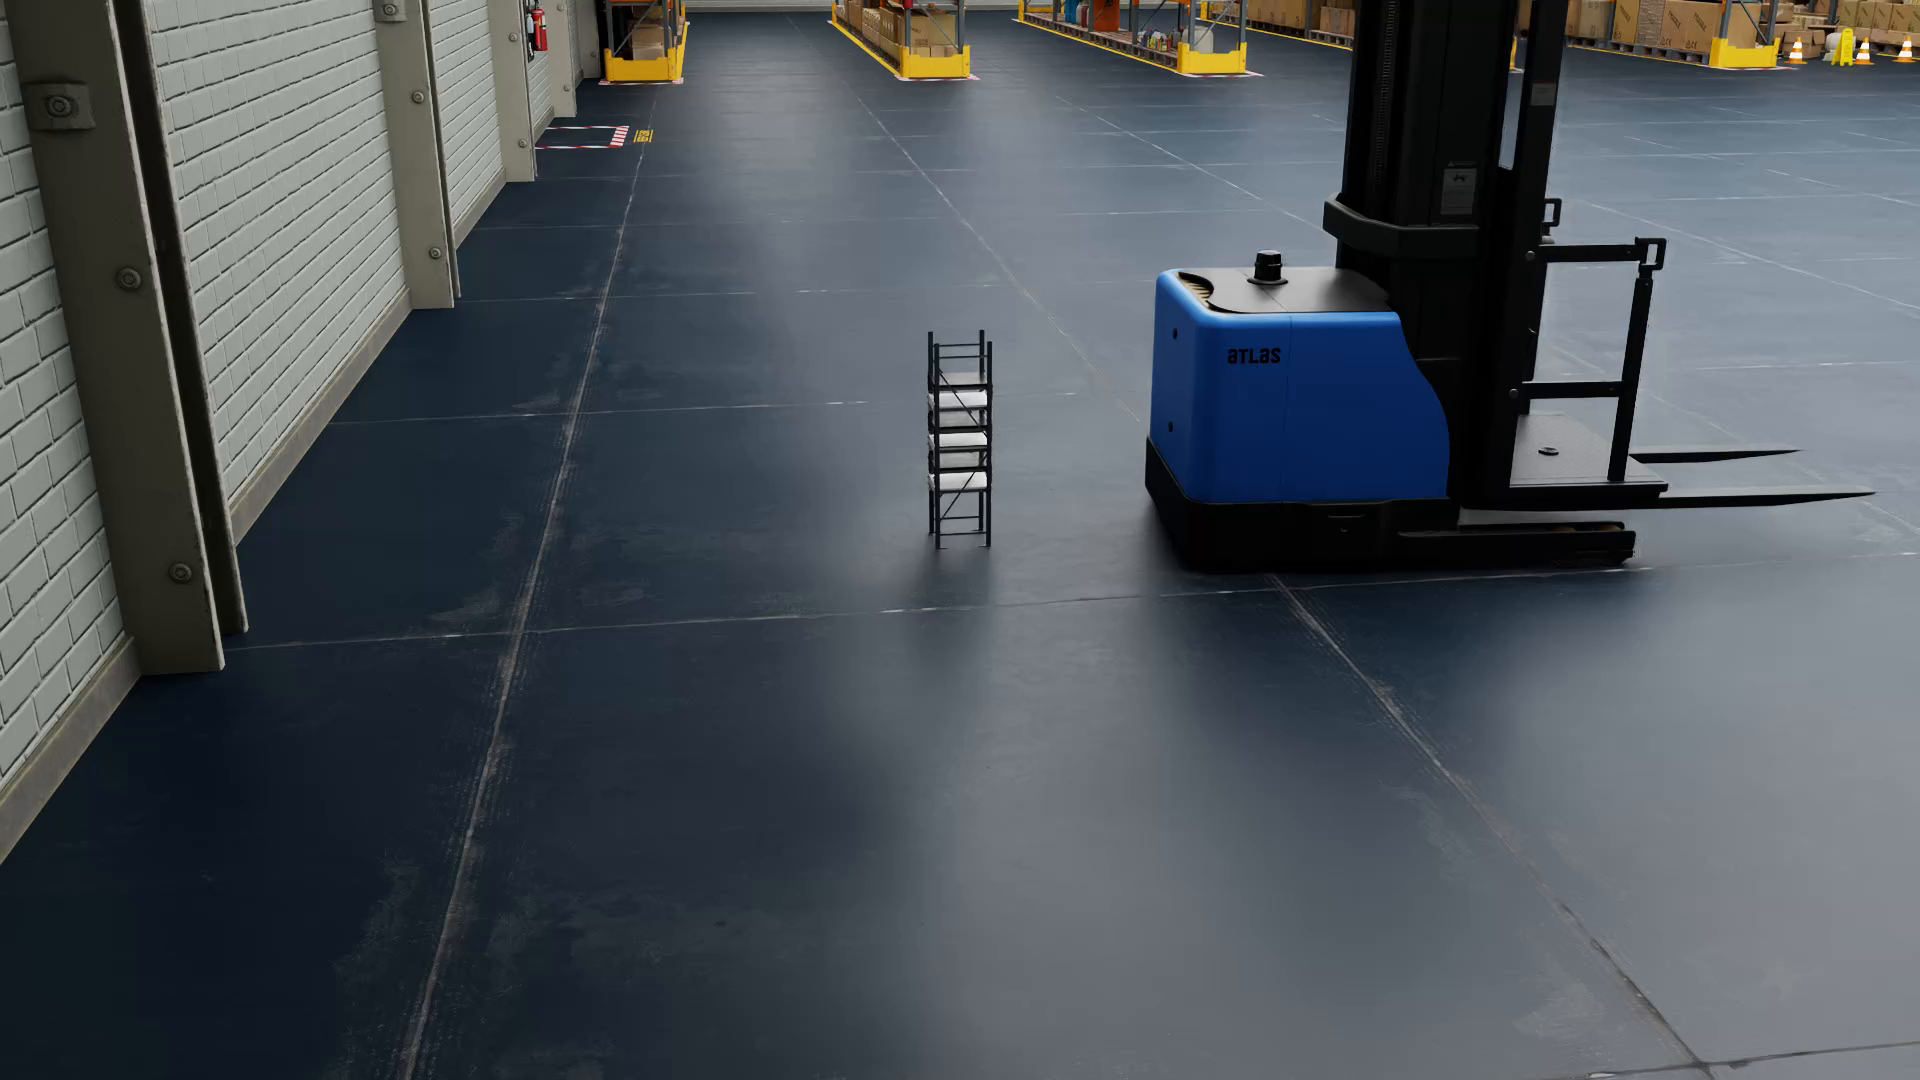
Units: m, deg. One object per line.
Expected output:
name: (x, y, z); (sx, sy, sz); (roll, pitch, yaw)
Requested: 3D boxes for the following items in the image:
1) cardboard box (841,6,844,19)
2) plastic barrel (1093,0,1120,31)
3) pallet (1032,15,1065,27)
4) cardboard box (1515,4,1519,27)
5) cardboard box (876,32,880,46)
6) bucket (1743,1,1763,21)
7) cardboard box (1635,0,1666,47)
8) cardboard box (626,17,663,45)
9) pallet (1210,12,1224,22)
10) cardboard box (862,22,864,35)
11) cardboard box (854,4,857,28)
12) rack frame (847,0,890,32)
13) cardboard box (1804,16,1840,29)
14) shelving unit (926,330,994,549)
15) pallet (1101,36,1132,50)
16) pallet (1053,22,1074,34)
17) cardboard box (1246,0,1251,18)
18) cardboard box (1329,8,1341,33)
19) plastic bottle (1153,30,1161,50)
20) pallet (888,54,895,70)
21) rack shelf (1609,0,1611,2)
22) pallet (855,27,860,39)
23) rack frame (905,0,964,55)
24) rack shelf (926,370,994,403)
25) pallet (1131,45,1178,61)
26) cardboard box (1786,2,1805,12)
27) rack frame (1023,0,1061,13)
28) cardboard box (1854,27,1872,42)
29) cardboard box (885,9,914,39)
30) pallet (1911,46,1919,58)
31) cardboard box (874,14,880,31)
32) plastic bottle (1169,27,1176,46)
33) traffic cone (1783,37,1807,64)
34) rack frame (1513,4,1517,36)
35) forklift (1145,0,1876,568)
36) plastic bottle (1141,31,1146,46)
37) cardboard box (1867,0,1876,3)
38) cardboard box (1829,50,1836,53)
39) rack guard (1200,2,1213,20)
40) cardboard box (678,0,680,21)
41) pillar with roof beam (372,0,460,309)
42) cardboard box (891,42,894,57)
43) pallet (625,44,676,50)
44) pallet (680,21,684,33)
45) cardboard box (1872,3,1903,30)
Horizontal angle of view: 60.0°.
cardboard box: (-2.633, -12.904, 40.693); (0.500, 0.311, 0.500); (-3, 21, -8)
plastic barrel: (3.229, -11.727, 36.829); (0.600, 0.830, 0.708); (-3, 21, -8)
pallet: (2.416, -13.133, 42.077); (1.003, 0.211, 1.213); (-3, 21, -8)
cardboard box: (12.787, -12.084, 38.255); (0.500, 0.500, 0.500); (-3, 21, -8)
cardboard box: (-1.356, -9.783, 32.451); (0.500, 0.250, 0.500); (-3, 21, -8)
bucket: (16.018, -10.706, 34.100); (0.726, 0.611, 0.620); (4, 11, 11)
cardboard box: (13.872, -10.127, 32.479); (0.875, 0.875, 0.875); (-3, 21, -7)
cardboard box: (-6.157, -9.959, 32.538); (0.700, 0.500, 0.500); (-3, 21, -9)
pallet: (7.257, -13.819, 43.914); (1.003, 0.211, 1.213); (-3, 21, -8)
cardboard box: (-1.801, -10.842, 35.288); (0.500, 0.250, 0.500); (-3, 21, -8)
cardboard box: (-2.109, -11.838, 37.567); (0.500, 0.500, 0.500); (-4, 21, -10)
rack frame: (-2.162, -13.515, 39.114); (1.000, 3.000, 0.127); (-3, 21, -8)
cardboard box: (18.523, -10.890, 35.243); (0.950, 0.372, 0.625); (-3, 21, -7)
shelving unit: (-0.001, -0.424, 7.066); (0.258, 0.900, 0.210); (-3, 21, -8)
pallet: (3.562, -10.381, 34.707); (1.003, 0.211, 1.213); (-3, 21, -8)
pallet: (2.810, -12.188, 39.546); (1.003, 0.211, 1.213); (-3, 21, -8)
cardboard box: (7.625, -13.447, 41.369); (0.875, 0.875, 0.875); (-3, 21, -8)
cardboard box: (8.427, -11.241, 35.970); (0.700, 0.500, 0.500); (-5, 21, -12)
plastic bottle: (3.714, -9.381, 31.204); (0.144, 0.351, 0.185); (-2, 21, -6)
pallet: (-0.757, -8.738, 30.310); (1.003, 0.211, 1.213); (-3, 21, -8)
rack shelf: (13.429, -11.814, 35.588); (1.077, 0.370, 4.000); (-3, 21, -8)
pallet: (-1.828, -11.505, 37.720); (1.003, 0.211, 1.213); (-3, 21, -8)
rack frame: (-0.432, -9.360, 27.990); (1.000, 3.000, 0.127); (-3, 21, -8)
rack shelf: (-0.001, -0.646, 6.983); (0.258, 0.077, 0.200); (-3, 21, -8)
pallet: (3.949, -9.453, 32.223); (1.003, 0.211, 1.213); (-3, 21, -8)
cardboard box: (21.937, -13.982, 43.673); (0.396, 0.266, 0.258); (-2, 21, -6)
rack frame: (2.163, -15.148, 43.487); (1.000, 3.000, 0.127); (-3, 21, -8)
cardboard box: (18.507, -10.250, 33.701); (0.500, 0.250, 0.500); (-2, 21, -5)
cardboard box: (-1.108, -9.482, 30.575); (0.500, 0.500, 0.500); (-3, 21, -8)
pallet: (19.084, -9.361, 31.979); (1.003, 0.211, 1.213); (-3, 21, -8)
cardboard box: (-1.432, -10.222, 32.826); (0.500, 0.311, 0.500); (-2, 21, -6)
plastic bottle: (4.129, -9.743, 32.172); (0.144, 0.351, 0.185); (-3, 21, -8)
traffic cone: (15.622, -9.141, 31.028); (0.336, 0.463, 0.334); (-3, 21, -8)
rack frame: (9.371, -9.858, 29.324); (1.000, 3.000, 0.127); (-3, 21, -8)
forklift: (2.397, -1.446, 6.898); (3.031, 2.935, 1.130); (-2, 21, -4)
plastic bottle: (3.579, -9.681, 32.112); (0.152, 0.276, 0.135); (-2, 21, -6)
cardboard box: (18.453, -10.865, 33.350); (0.380, 0.149, 0.250); (-2, 21, -6)
cardboard box: (16.990, -9.374, 32.103); (0.380, 0.149, 0.250); (8, 22, 20)
rack guard: (7.061, -14.235, 44.616); (1.175, 0.500, 0.348); (-3, 21, -8)
cardboard box: (-6.841, -12.235, 38.159); (0.750, 0.750, 0.750); (-3, 21, -7)
pillar with roof beam: (0.564, -6.103, 10.695); (9.100, 9.000, 0.400); (-3, 21, -8)
cardboard box: (-0.960, -8.785, 29.780); (0.500, 0.250, 0.500); (-3, 21, -8)
pallet: (-6.024, -9.457, 32.235); (1.003, 0.211, 1.213); (-3, 21, -8)
pallet: (-7.096, -12.225, 39.645); (1.003, 0.211, 1.213); (-3, 21, -8)
cardboard box: (18.581, -10.421, 33.088); (0.500, 0.500, 0.500); (-2, 21, -5)
